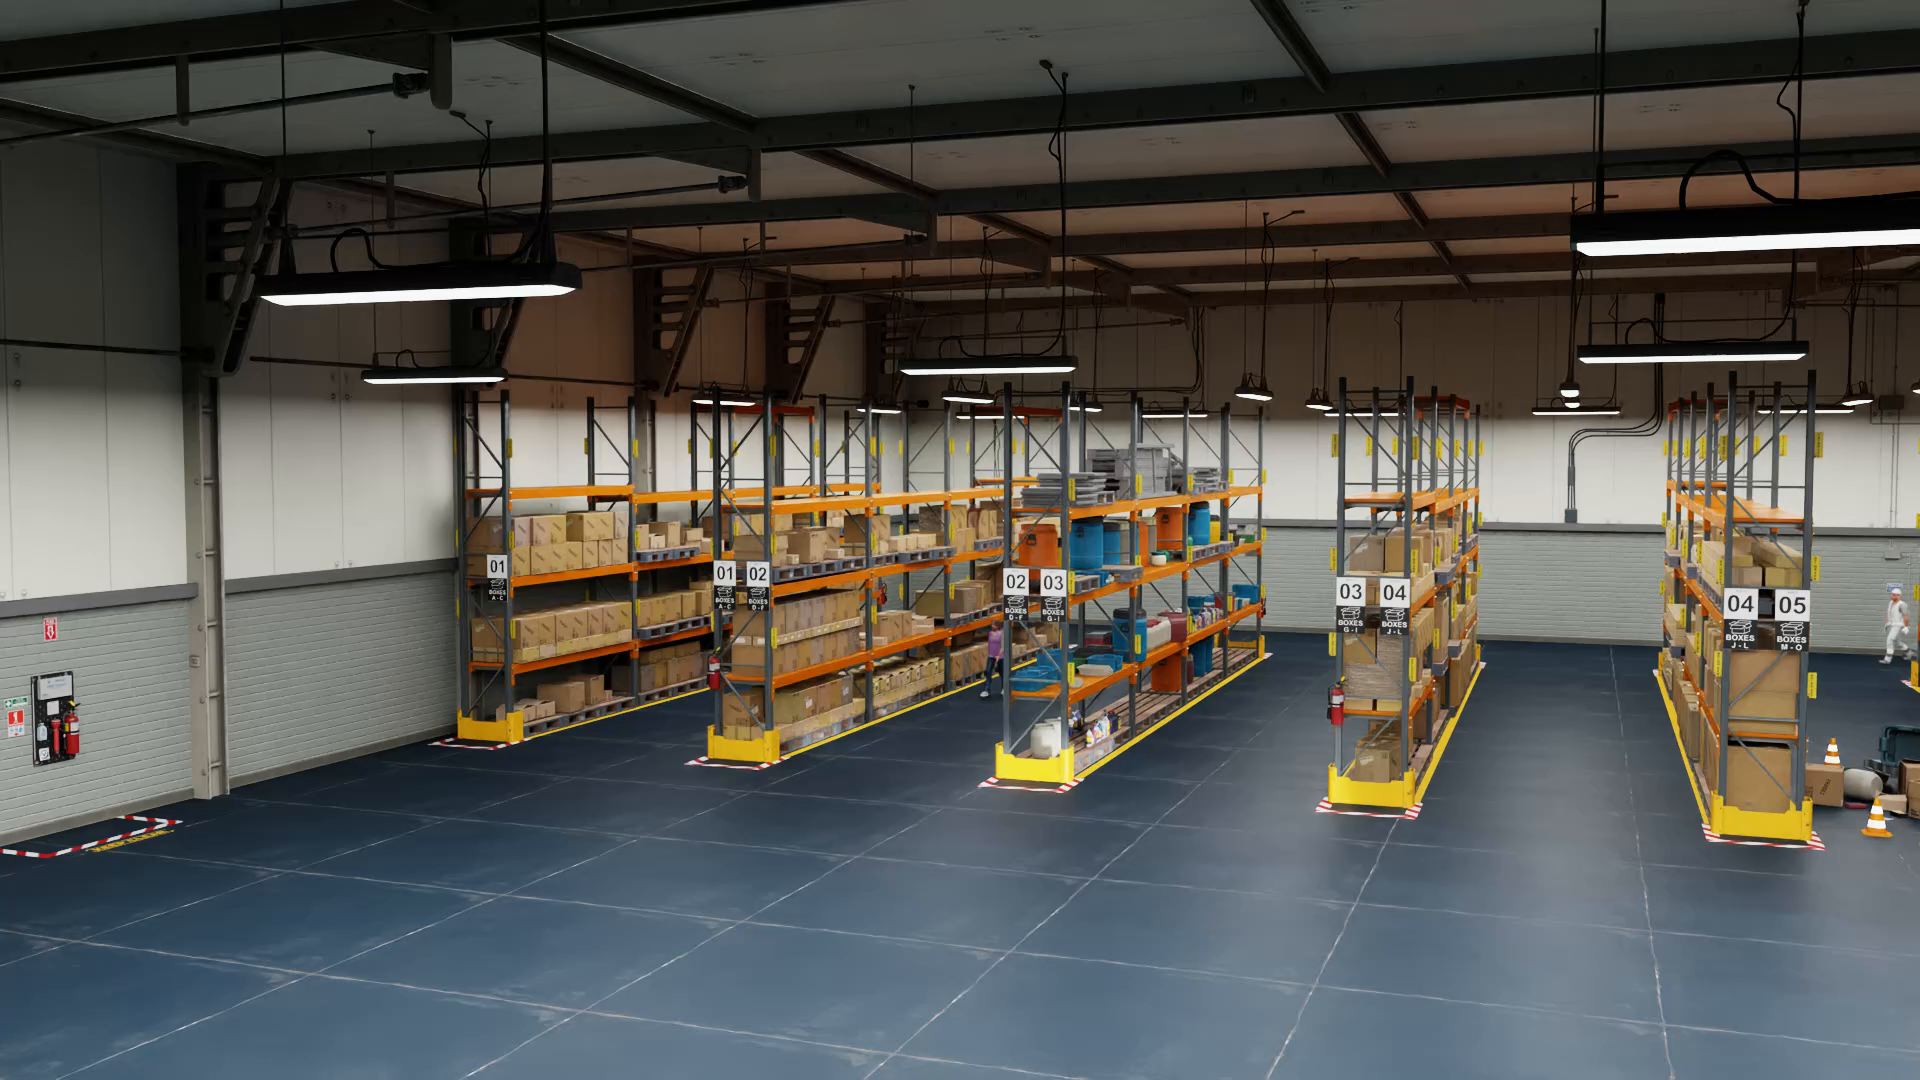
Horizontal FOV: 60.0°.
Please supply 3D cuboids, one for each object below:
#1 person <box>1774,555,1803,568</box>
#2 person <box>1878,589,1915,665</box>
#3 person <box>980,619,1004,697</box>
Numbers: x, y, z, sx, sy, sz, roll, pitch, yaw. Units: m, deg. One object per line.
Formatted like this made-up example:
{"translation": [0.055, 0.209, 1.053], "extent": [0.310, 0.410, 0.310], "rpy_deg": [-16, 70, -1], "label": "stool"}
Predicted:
{"translation": [15.718, 1.798, 25.568], "extent": [9.568, 3.610, 8.857], "rpy_deg": [0, 3, 5], "label": "person"}
{"translation": [21.719, 2.001, 38.508], "extent": [1.012, 1.752, 0.527], "rpy_deg": [0, 3, -7], "label": "person"}
{"translation": [0.703, 2.361, 33.430], "extent": [0.433, 1.555, 0.884], "rpy_deg": [2, 4, 32], "label": "person"}
